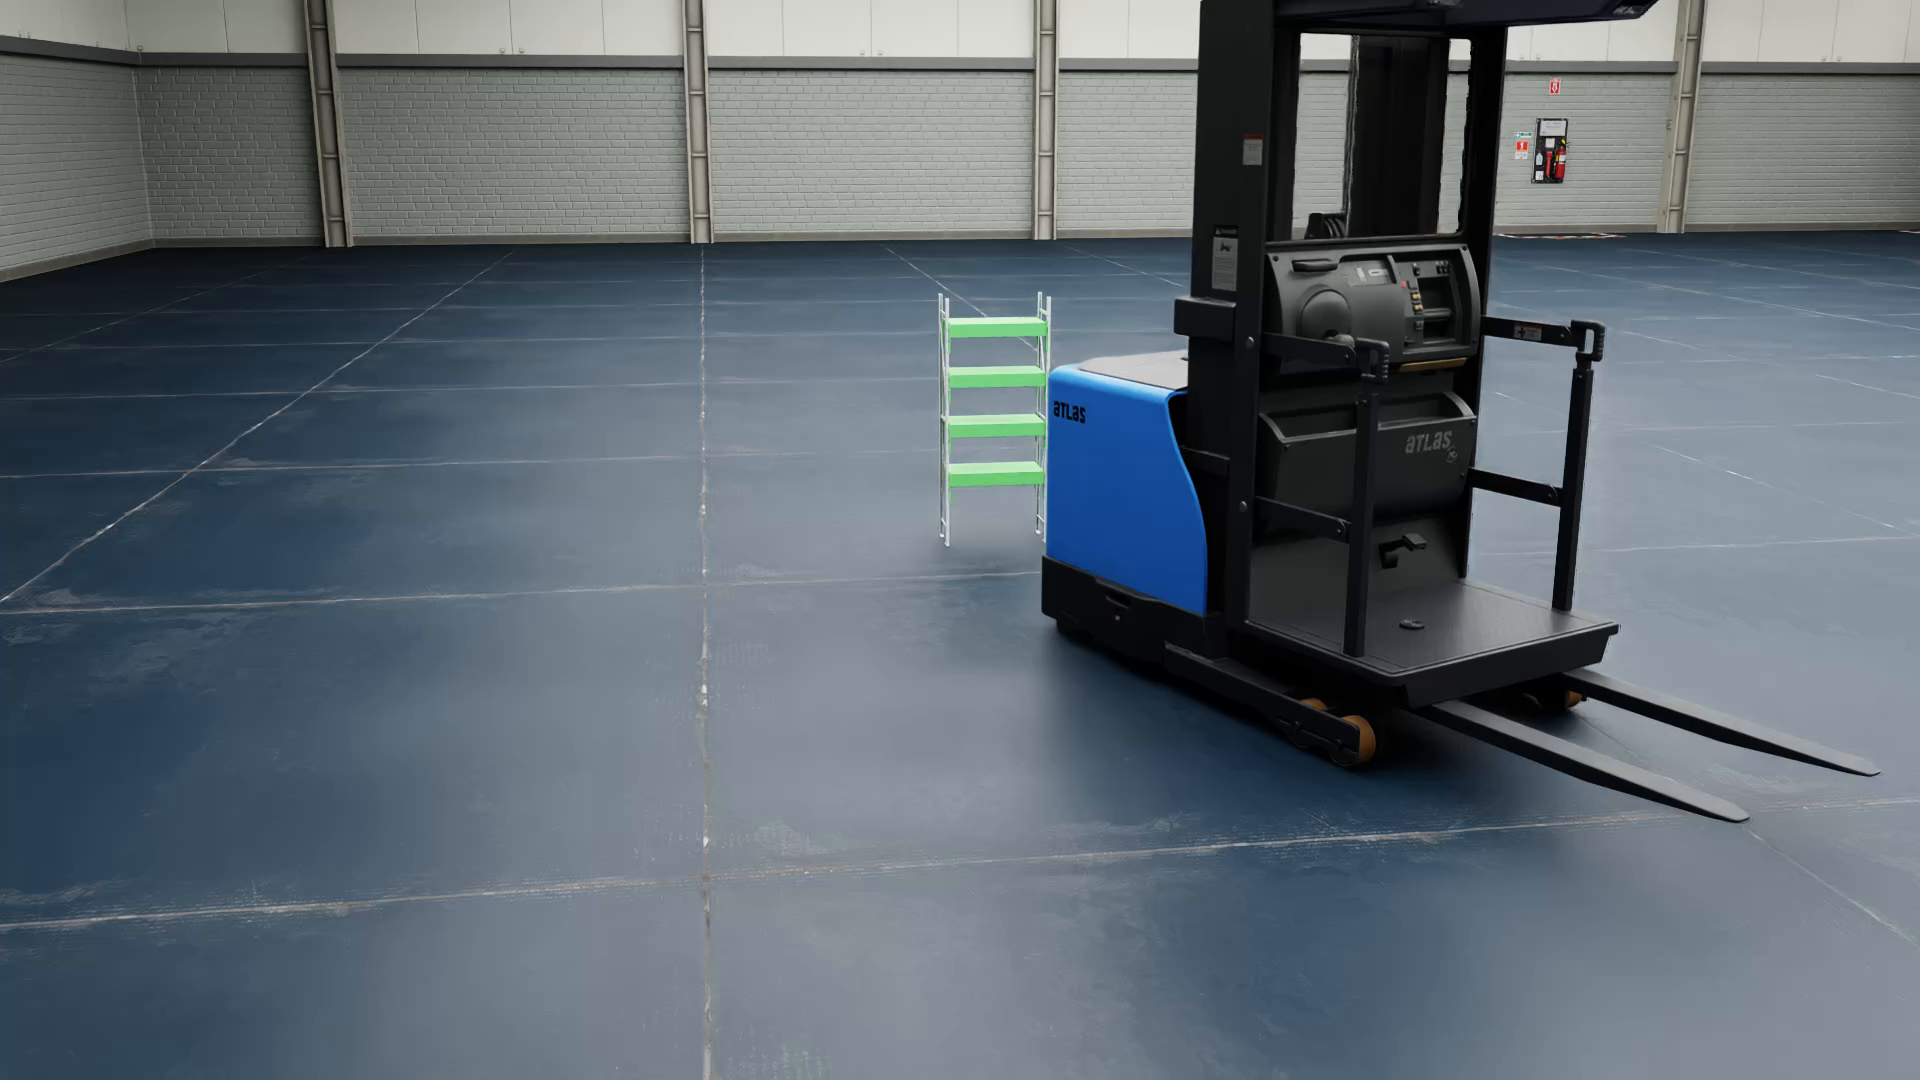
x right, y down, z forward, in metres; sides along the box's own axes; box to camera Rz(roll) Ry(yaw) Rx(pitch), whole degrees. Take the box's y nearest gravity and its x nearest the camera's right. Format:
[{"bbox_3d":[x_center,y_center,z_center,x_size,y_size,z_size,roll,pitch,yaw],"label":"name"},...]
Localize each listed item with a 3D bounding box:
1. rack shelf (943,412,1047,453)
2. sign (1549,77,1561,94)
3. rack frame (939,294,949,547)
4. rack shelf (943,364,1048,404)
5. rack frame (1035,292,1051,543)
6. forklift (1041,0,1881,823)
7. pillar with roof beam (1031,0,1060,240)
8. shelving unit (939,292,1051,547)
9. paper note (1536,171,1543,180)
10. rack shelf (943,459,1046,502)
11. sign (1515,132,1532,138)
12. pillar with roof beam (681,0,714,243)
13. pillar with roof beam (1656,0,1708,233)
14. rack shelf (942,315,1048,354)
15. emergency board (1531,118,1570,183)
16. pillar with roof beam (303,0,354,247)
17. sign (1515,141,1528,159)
[{"bbox_3d":[0.164,-0.526,8.115,0.480,0.148,0.258,-2,14,-8],"label":"rack shelf"},{"bbox_3d":[10.883,-8.308,30.417,0.199,0.298,0.001,-2,14,-8],"label":"sign"},{"bbox_3d":[-0.078,-0.579,8.065,0.015,1.200,0.240,-2,14,-8],"label":"rack frame"},{"bbox_3d":[0.164,-0.759,8.057,0.480,0.148,0.258,-2,14,-8],"label":"rack shelf"},{"bbox_3d":[0.405,-0.597,8.135,0.015,1.200,0.240,-2,14,-8],"label":"rack frame"},{"bbox_3d":[1.530,-0.823,5.479,1.130,2.935,3.031,-9,16,-31],"label":"forklift"},{"bbox_3d":[2.130,-8.680,24.332,0.400,9.000,9.100,-2,14,-8],"label":"pillar with roof beam"},{"bbox_3d":[0.164,-0.588,8.100,0.503,1.200,0.258,-2,14,-8],"label":"shelving unit"},{"bbox_3d":[10.721,-6.743,30.752,0.142,0.148,0.016,-2,14,-8],"label":"paper note"},{"bbox_3d":[0.164,-0.293,8.174,0.480,0.148,0.258,-2,14,-8],"label":"rack shelf"},{"bbox_3d":[10.350,-7.437,30.547,0.331,0.109,0.001,-2,14,-8],"label":"sign"},{"bbox_3d":[-3.803,-8.462,23.465,0.400,9.000,9.100,-2,14,-8],"label":"pillar with roof beam"},{"bbox_3d":[13.997,-9.114,26.066,0.400,9.000,9.100,-2,14,-8],"label":"pillar with roof beam"},{"bbox_3d":[0.164,-0.992,7.999,0.480,0.148,0.258,-2,14,-8],"label":"rack shelf"},{"bbox_3d":[10.906,-7.160,30.604,0.643,1.169,0.194,-2,14,-8],"label":"emergency board"},{"bbox_3d":[-9.736,-8.245,22.598,0.400,9.000,9.100,-2,14,-8],"label":"pillar with roof beam"},{"bbox_3d":[10.344,-7.182,30.619,0.234,0.329,0.001,-2,14,-8],"label":"sign"}]
